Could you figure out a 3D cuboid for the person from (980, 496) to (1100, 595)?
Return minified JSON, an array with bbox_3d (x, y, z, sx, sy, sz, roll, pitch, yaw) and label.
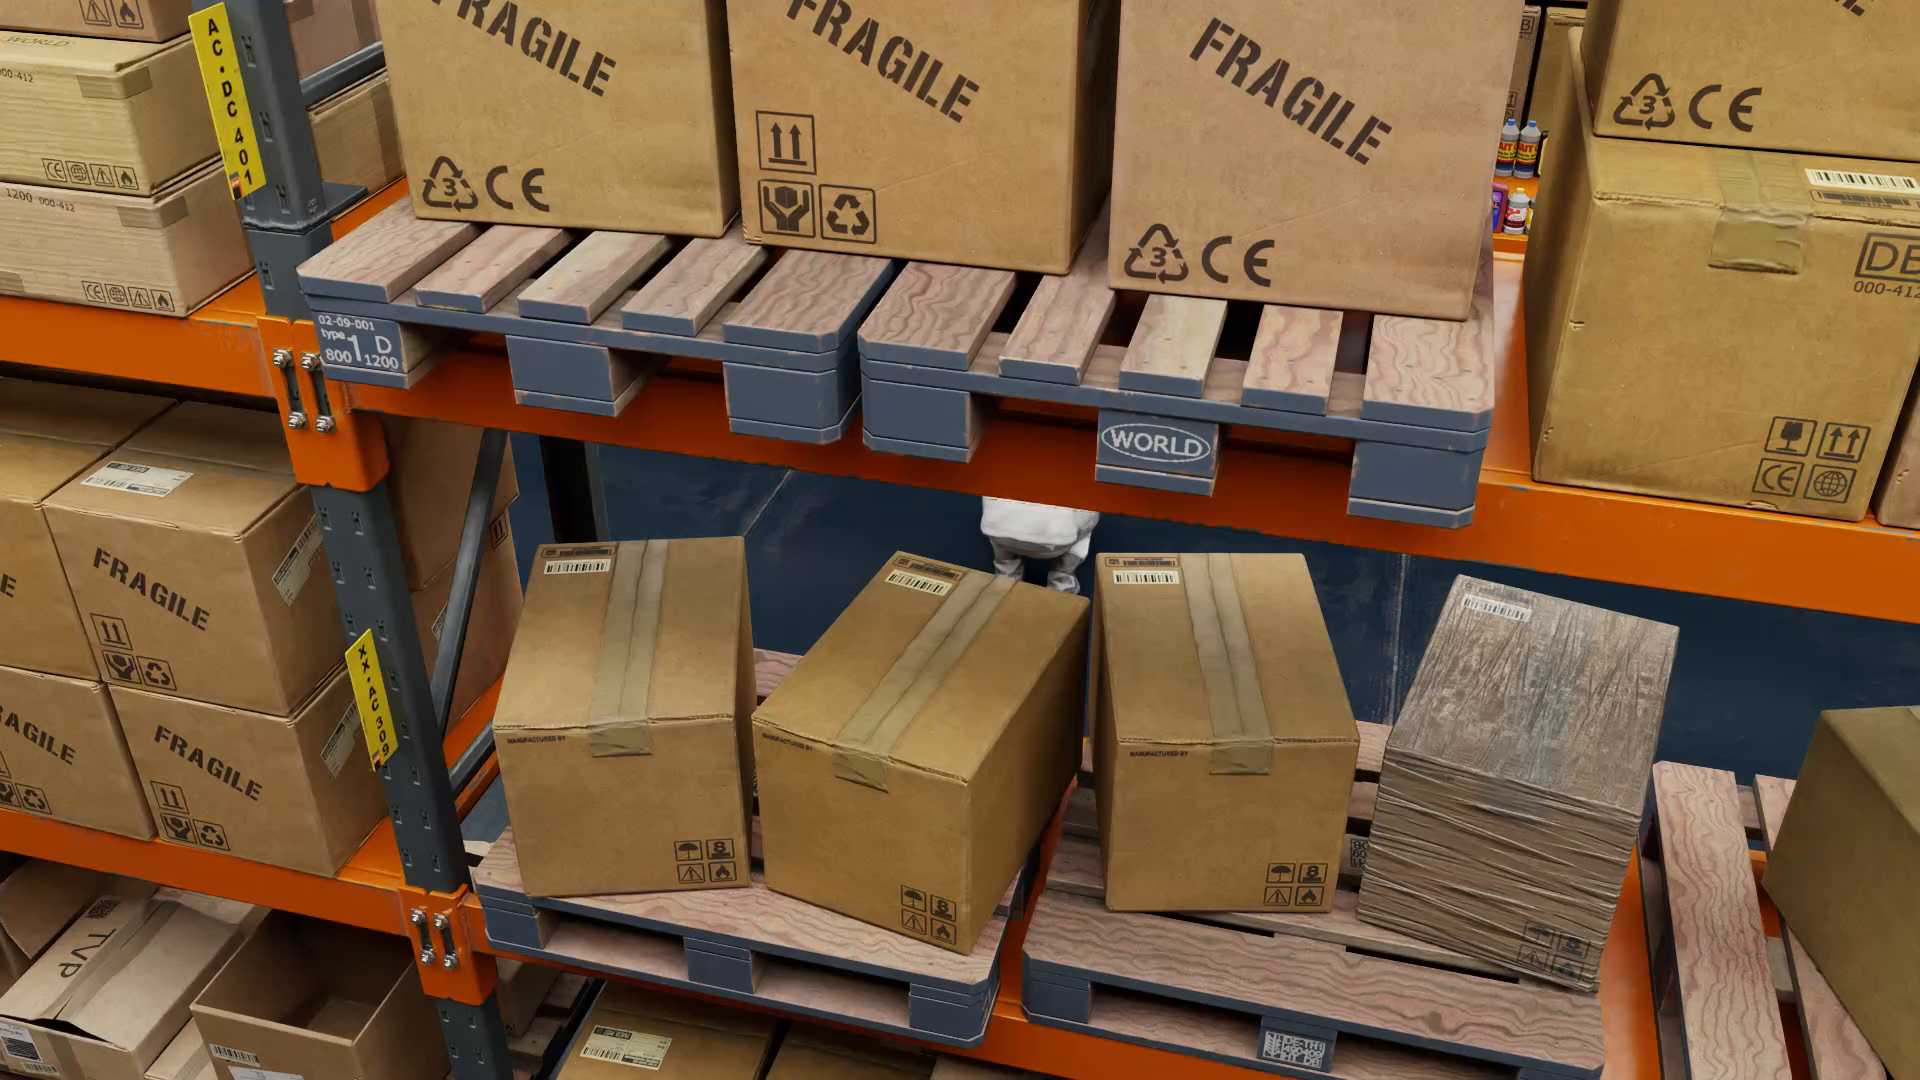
[{"bbox_3d":[0.328,-0.240,7.238,0.574,0.994,0.884,8,33,12],"label":"person"}]
